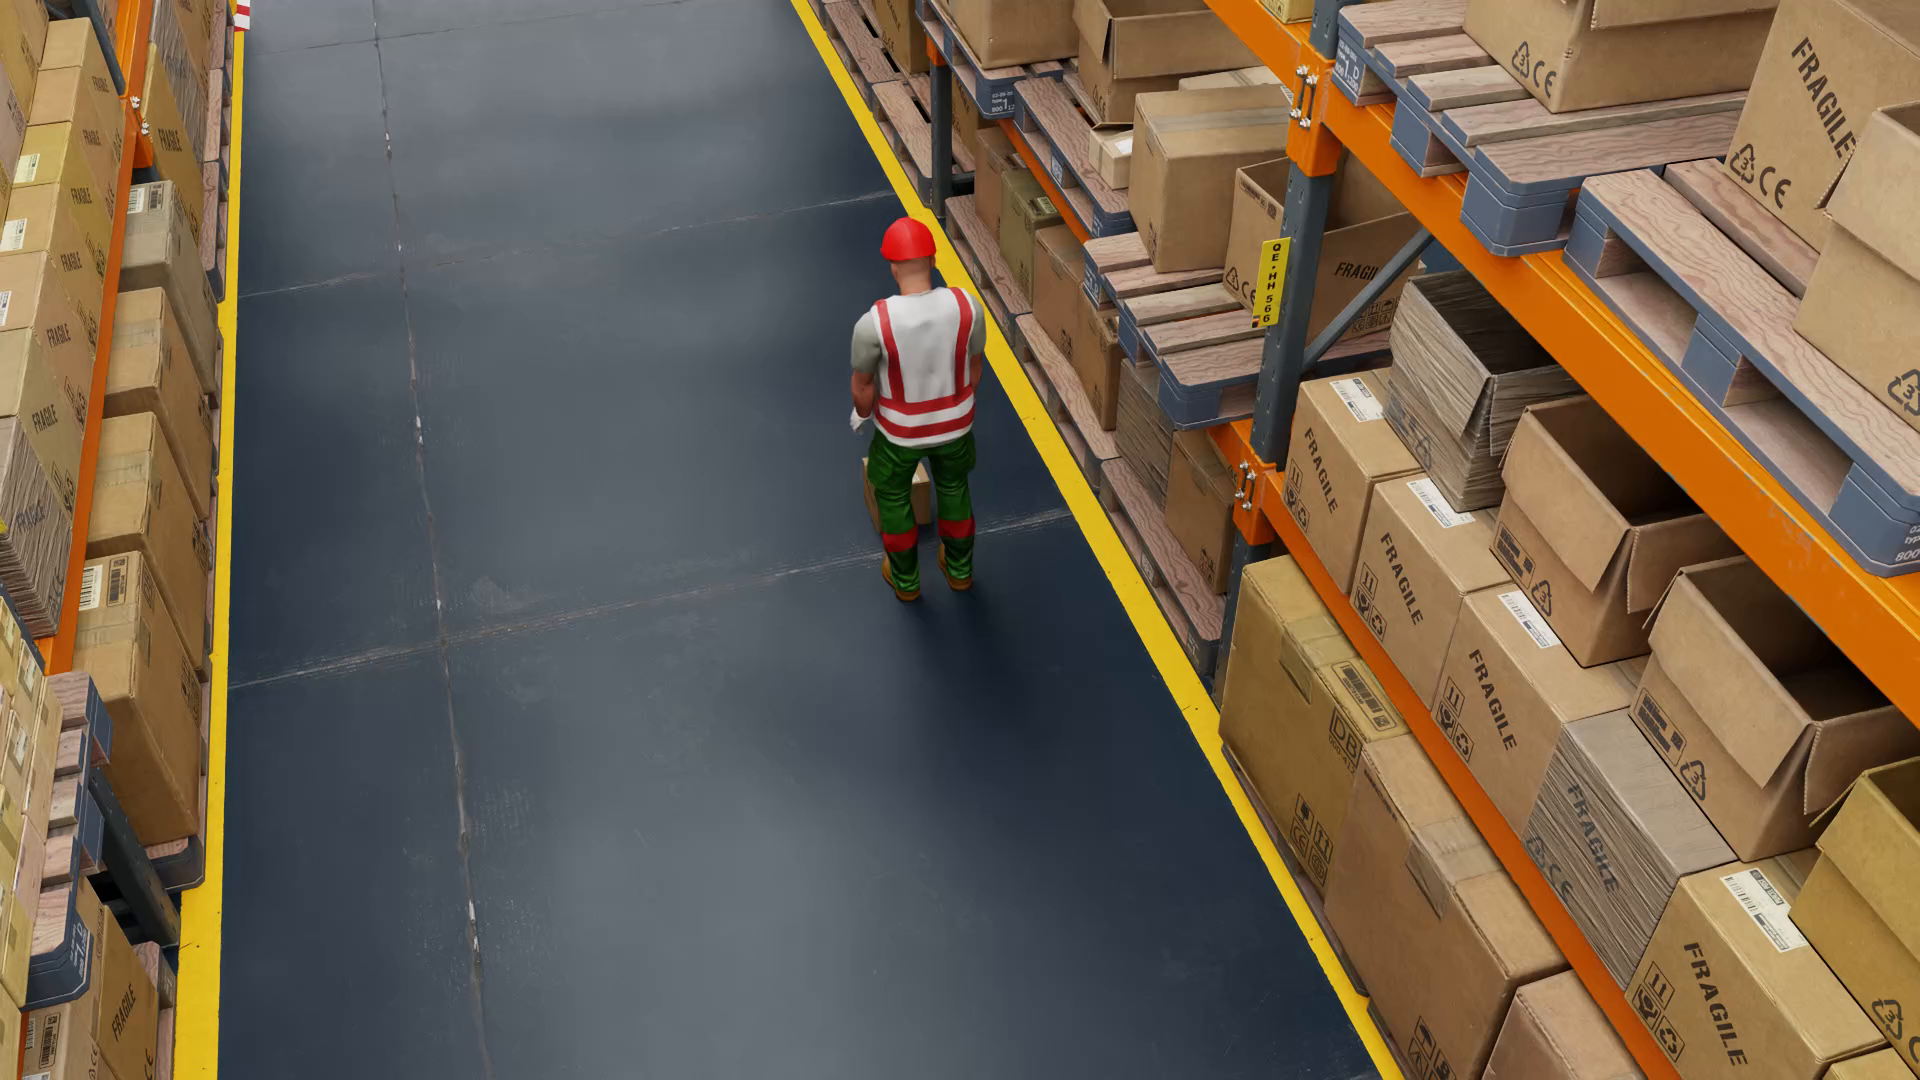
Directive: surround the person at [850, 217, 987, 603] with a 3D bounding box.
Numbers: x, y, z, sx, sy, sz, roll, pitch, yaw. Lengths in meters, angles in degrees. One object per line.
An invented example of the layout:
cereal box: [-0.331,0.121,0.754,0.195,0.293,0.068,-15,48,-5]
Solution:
person: [-0.174,-0.493,6.716,0.536,1.758,0.414,-11,43,-12]
